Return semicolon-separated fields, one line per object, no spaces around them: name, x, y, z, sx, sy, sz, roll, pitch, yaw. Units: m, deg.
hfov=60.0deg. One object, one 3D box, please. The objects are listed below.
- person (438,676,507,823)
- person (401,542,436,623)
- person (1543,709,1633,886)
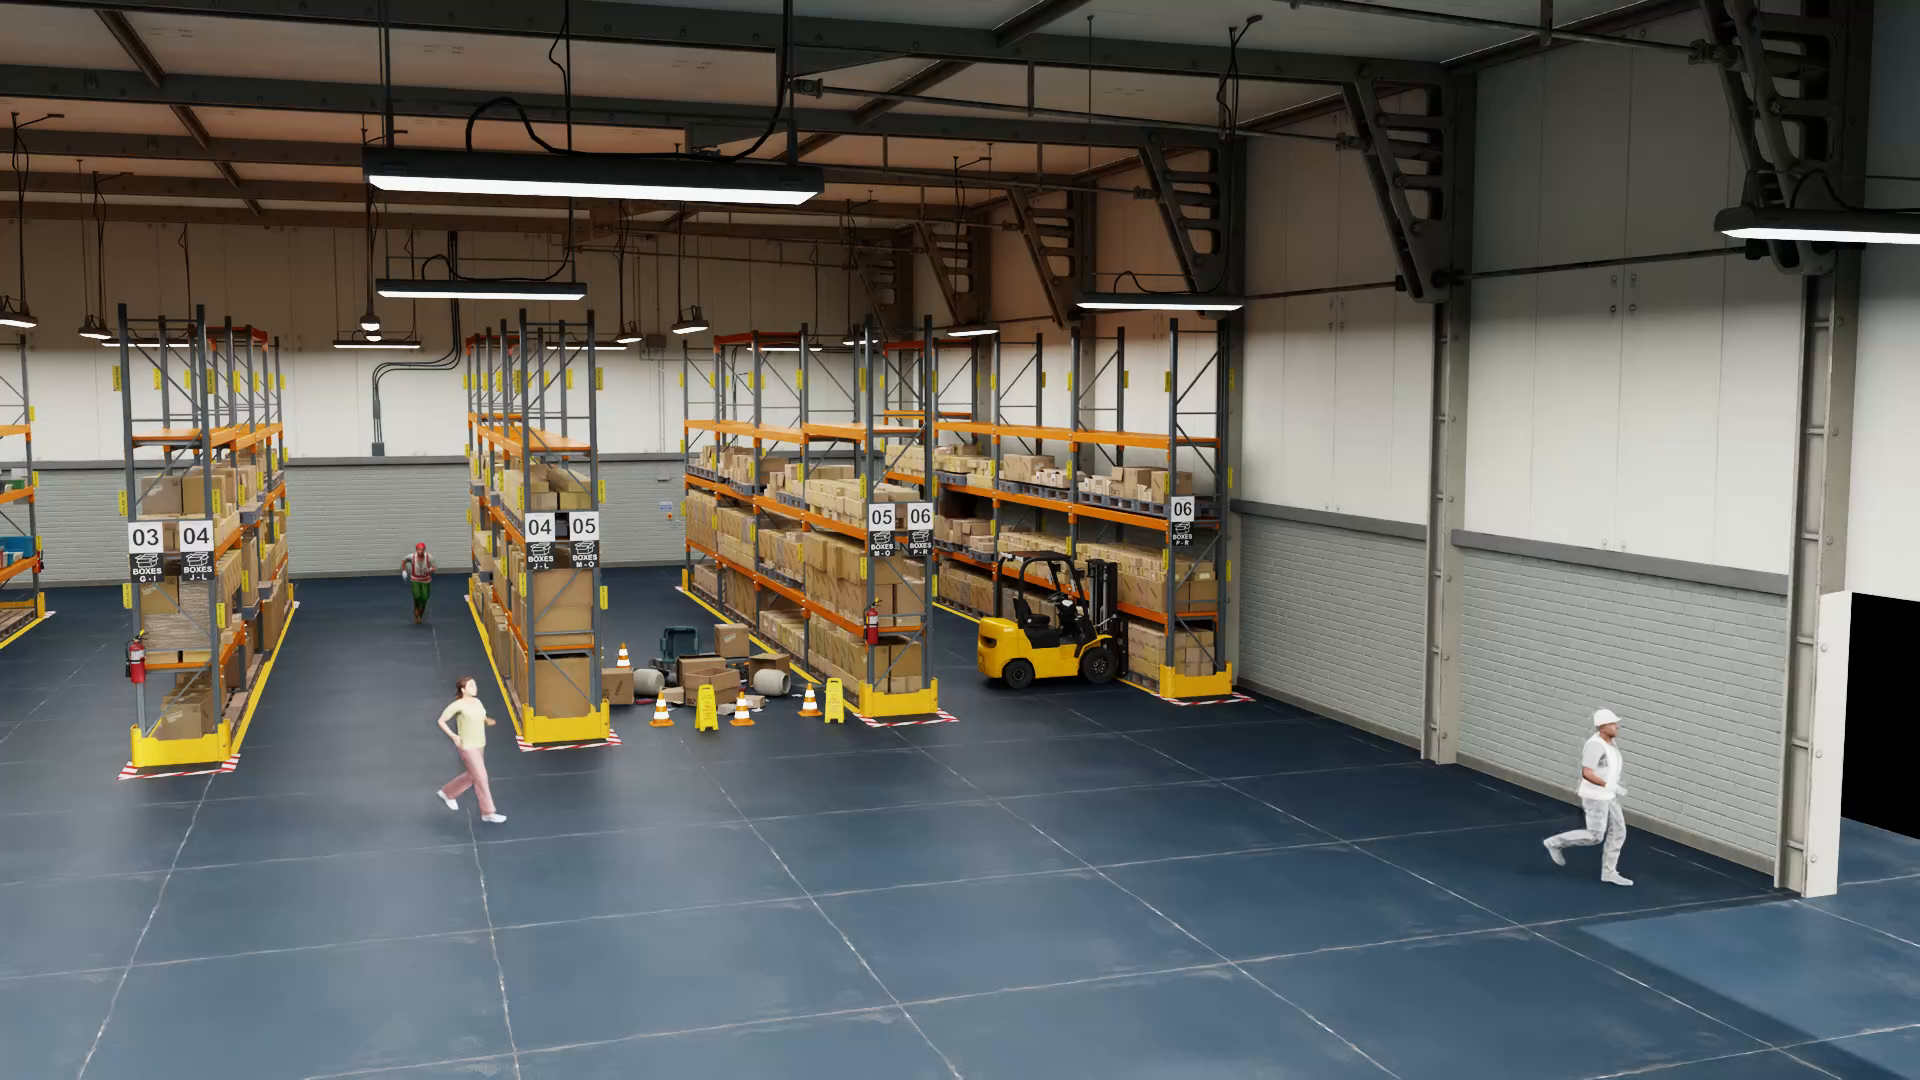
person;-5.585;2.360;18.943;0.960;1.646;0.581;2;6;19
person;-11.170;0.886;34.406;0.648;1.702;0.782;-3;6;-28
person;6.339;2.550;16.686;0.857;1.753;0.671;4;7;37
